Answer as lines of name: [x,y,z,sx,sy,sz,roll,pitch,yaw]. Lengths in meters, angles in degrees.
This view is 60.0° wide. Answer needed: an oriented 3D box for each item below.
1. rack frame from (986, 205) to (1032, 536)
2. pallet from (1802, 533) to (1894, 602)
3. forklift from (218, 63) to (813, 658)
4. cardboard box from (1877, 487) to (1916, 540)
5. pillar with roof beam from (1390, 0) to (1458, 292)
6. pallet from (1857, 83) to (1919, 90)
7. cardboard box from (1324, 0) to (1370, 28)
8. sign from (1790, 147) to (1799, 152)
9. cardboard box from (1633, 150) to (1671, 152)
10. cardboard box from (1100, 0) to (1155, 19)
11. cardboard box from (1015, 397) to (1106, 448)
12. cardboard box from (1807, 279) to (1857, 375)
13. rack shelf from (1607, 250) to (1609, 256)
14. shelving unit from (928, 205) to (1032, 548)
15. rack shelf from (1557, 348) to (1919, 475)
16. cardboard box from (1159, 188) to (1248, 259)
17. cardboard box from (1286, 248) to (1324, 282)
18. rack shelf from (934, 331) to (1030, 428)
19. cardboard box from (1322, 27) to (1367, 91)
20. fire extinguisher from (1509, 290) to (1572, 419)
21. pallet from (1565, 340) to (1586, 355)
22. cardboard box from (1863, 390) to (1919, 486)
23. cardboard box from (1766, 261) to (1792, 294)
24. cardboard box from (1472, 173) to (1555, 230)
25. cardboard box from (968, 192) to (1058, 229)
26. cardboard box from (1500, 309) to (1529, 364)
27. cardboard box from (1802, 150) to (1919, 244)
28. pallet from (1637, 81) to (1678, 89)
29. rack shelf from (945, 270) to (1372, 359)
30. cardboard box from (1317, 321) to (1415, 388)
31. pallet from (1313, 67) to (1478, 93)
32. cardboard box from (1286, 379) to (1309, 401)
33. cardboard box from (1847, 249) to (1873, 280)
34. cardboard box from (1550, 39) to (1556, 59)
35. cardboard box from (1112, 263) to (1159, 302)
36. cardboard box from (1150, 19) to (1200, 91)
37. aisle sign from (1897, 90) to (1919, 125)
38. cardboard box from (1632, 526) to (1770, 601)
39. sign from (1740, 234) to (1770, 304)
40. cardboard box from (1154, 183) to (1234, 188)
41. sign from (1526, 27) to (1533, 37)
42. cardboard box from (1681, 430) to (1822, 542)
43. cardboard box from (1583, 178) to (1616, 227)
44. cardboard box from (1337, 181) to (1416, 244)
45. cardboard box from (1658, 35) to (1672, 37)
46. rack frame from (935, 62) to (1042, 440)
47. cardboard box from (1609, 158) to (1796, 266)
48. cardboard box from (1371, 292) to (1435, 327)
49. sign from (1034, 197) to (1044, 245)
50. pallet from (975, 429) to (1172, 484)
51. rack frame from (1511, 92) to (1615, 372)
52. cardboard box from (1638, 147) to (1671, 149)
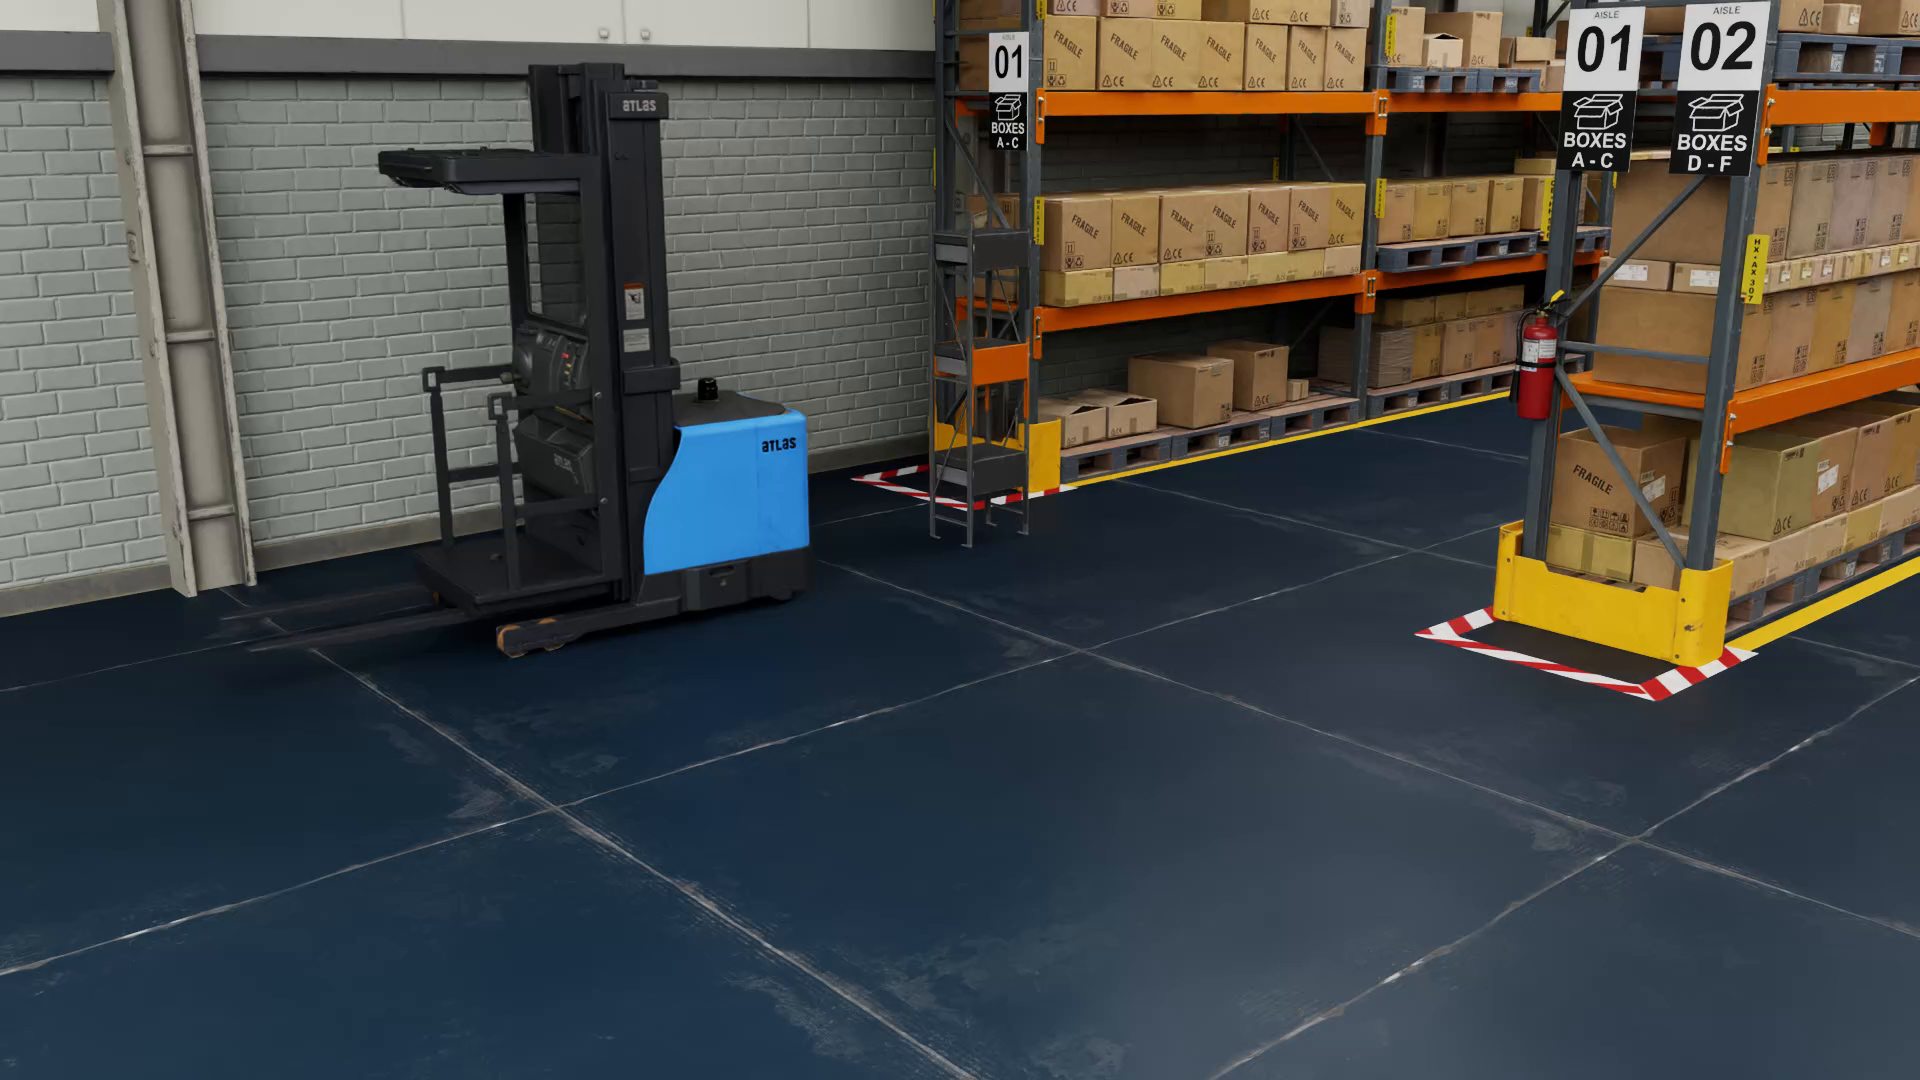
rack frame: [0.309,-1.084,10.739,0.015,2.100,0.400,-13,19,-39]
pallet: [4.915,0.054,10.138,1.213,0.211,1.003,-13,19,-39]
forklift: [-2.337,-0.969,8.697,3.031,2.935,1.130,-10,18,-34]
cardboard box: [5.506,-0.210,10.239,0.500,0.250,0.500,-13,19,-39]
pillar with roof beam: [7.504,-5.277,13.068,0.400,9.000,9.100,-13,19,-39]
pallet: [11.708,-5.902,21.394,1.213,0.211,1.003,-13,19,-39]
cardboard box: [3.009,-4.444,13.590,0.500,0.500,0.500,14,20,42]
sign: [9.607,-4.363,19.183,0.005,0.325,0.100,-13,19,-39]
cardboard box: [7.517,-4.036,17.785,0.500,0.250,0.500,-12,19,-39]
cardboard box: [1.053,-3.997,11.918,0.500,0.500,0.500,-13,20,-40]
cardboard box: [0.772,-0.927,12.764,0.500,0.311,0.500,13,20,41]
cardboard box: [4.578,-1.247,9.414,0.500,0.500,0.700,-12,19,-39]
rack shelf: [7.735,-3.260,18.535,4.000,0.370,1.077,-13,19,-39]
shelving unit: [0.125,-1.042,10.584,0.503,2.100,0.431,-13,19,-39]
rack shelf: [4.954,-0.941,9.854,4.000,0.370,1.077,-13,19,-39]
cardboard box: [1.903,-2.493,13.070,0.500,0.500,0.500,-12,19,-38]
cardboard box: [2.669,-2.306,13.823,0.500,0.250,0.500,-13,19,-39]
rack shelf: [0.125,-1.029,10.588,0.480,0.518,0.431,-13,19,-39]
cardboard box: [2.988,-3.964,13.733,0.500,0.500,0.500,-12,19,-38]
fire extinguisher: [3.052,-0.983,8.766,0.183,0.674,0.296,-13,19,-39]
pallet: [6.870,-2.040,17.979,1.213,0.211,1.003,-13,19,-39]
cardboard box: [5.872,-0.660,10.471,0.500,0.500,0.500,-13,19,-39]
cardboard box: [4.081,-1.381,8.657,0.250,0.149,0.380,-13,20,-41]
cardboard box: [5.474,-3.348,16.425,0.700,0.500,0.500,14,20,42]
cardboard box: [0.407,-2.334,12.474,0.500,0.500,0.500,-13,20,-40]
cardboard box: [5.252,-2.077,16.703,0.500,0.500,0.700,-13,20,-39]
cardboard box: [5.374,-2.055,9.925,0.500,0.500,0.700,-13,20,-39]
pallet: [6.677,-4.746,17.259,1.003,0.211,1.213,-12,19,-37]
rack shelf: [1.700,-1.905,13.462,4.000,0.370,1.077,-13,19,-39]
cardboard box: [3.753,-1.724,15.382,0.500,0.500,0.700,-12,19,-38]
pallet: [3.744,-4.033,14.588,1.003,0.211,1.213,-13,19,-39]
cardboard box: [2.825,-1.338,14.585,0.380,0.166,0.250,13,20,40]
cardboard box: [4.853,-1.554,9.306,0.250,0.149,0.380,-13,20,-40]
cardboard box: [5.532,-4.699,16.483,0.500,0.500,0.500,-13,19,-39]
cardboard box: [1.150,-1.962,12.535,0.500,0.250,0.500,-13,20,-41]
cardboard box: [1.425,-3.601,12.375,0.500,0.500,0.500,-12,19,-37]
aisle sign: [12.512,-5.834,21.739,0.004,0.787,0.394,-13,19,-39]
cardboard box: [3.996,0.128,8.971,0.500,0.250,0.500,-13,19,-39]
sign: [3.806,-1.297,7.962,0.005,0.325,0.100,-13,19,-39]
cardboard box: [1.945,-2.681,13.774,0.500,0.500,0.500,-12,19,-38]
sign: [5.868,-5.115,17.120,0.005,0.325,0.100,-13,19,-39]
cardboard box: [4.372,-0.319,9.193,0.500,0.500,0.500,-13,19,-39]
cardboard box: [6.761,-3.503,17.242,0.500,0.500,0.500,-12,19,-38]
cardboard box: [3.615,-2.931,14.866,0.500,0.500,0.700,-13,19,-39]
cardboard box: [4.141,-2.843,8.975,0.500,0.250,0.500,-13,19,-39]
rack frame: [0.191,-1.913,12.101,0.127,3.000,1.000,-13,19,-39]
cardboard box: [3.846,-1.710,8.633,0.500,0.500,0.700,-13,19,-39]
cardboard box: [4.083,-2.161,15.567,0.500,0.250,0.500,-13,20,-41]
sign: [0.547,-2.226,11.594,0.005,0.325,0.100,-13,19,-39]
pallet: [0.885,-0.710,12.998,1.213,0.211,1.003,-13,19,-39]
rack frame: [6.226,-3.269,17.174,0.127,3.000,1.000,-13,19,-39]
cardboard box: [7.960,-4.307,18.800,0.500,0.250,0.500,-14,20,-41]
